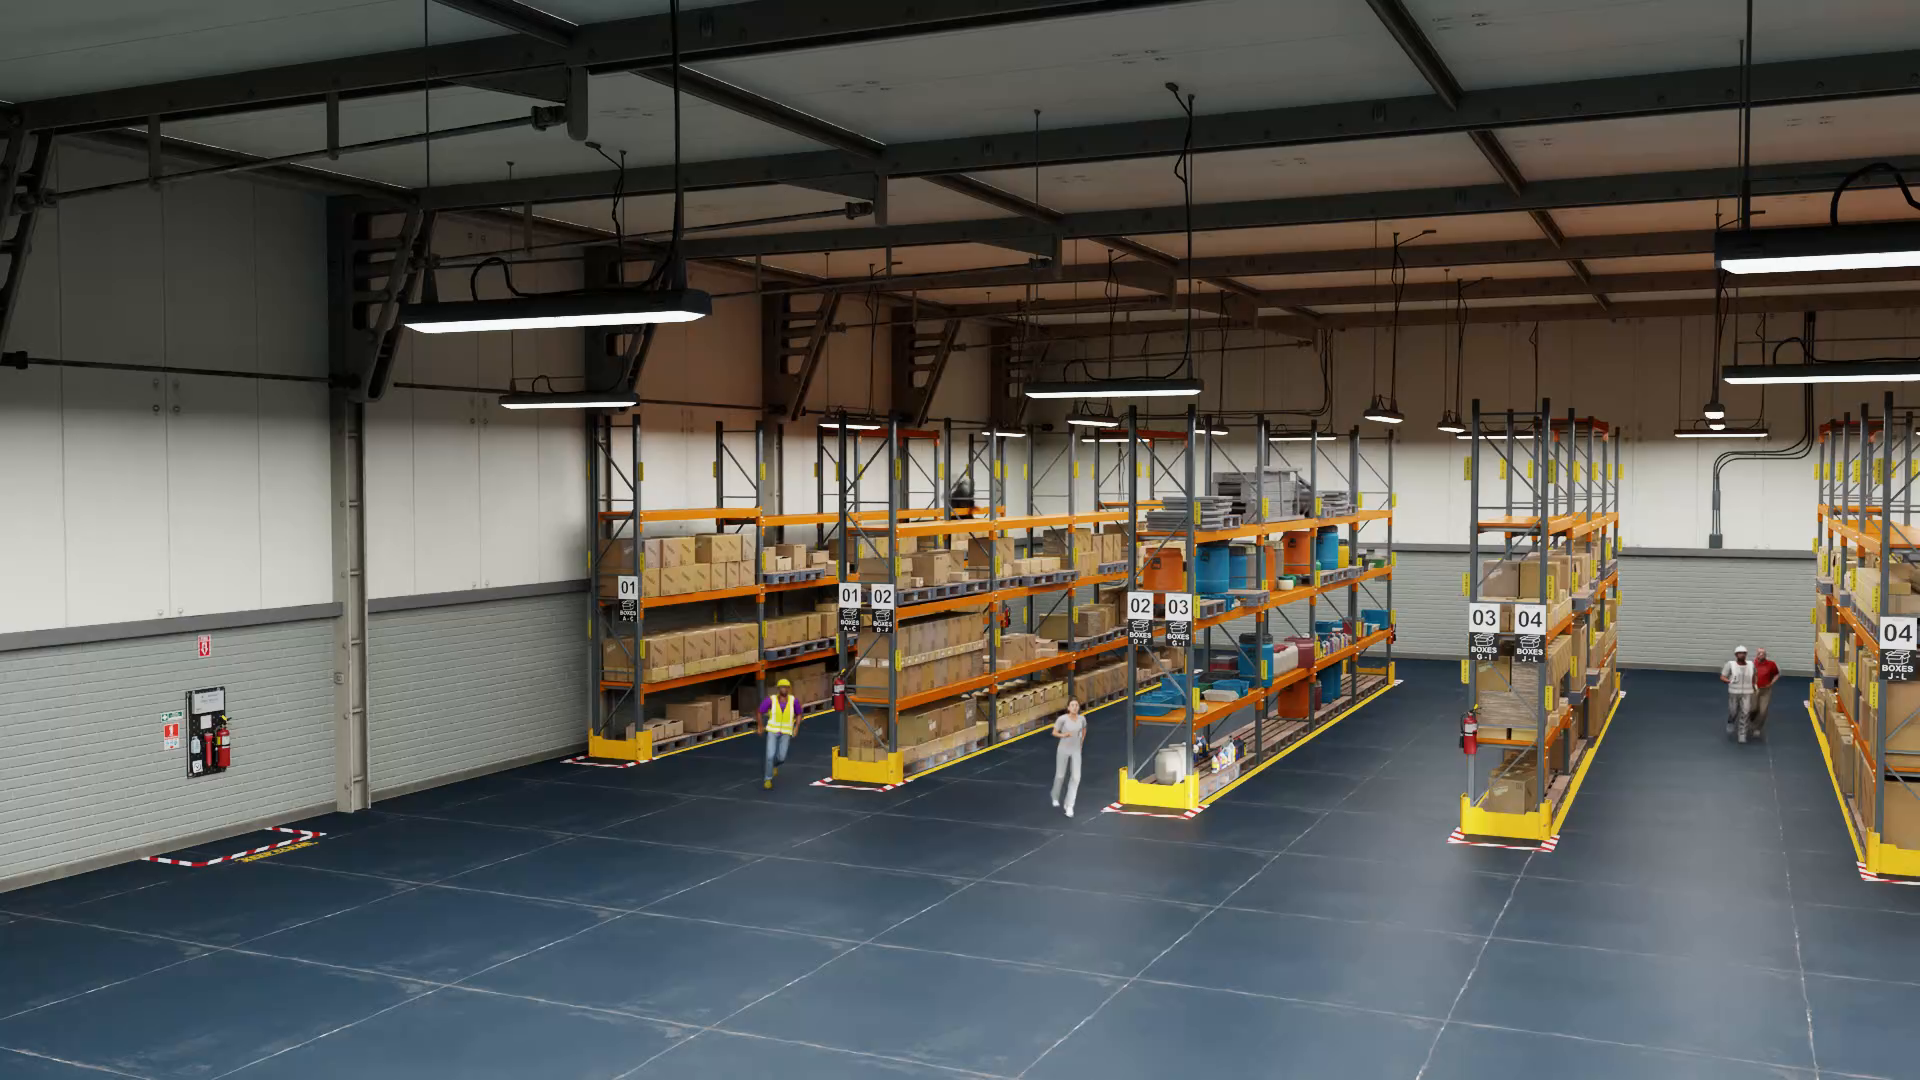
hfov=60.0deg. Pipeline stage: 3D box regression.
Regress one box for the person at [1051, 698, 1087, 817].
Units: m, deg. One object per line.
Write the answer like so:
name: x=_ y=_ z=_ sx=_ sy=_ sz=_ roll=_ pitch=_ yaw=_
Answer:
person: x=1.614 y=3.163 z=24.451 sx=0.570 sy=1.716 sz=0.765 roll=0 pitch=2 yaw=-9

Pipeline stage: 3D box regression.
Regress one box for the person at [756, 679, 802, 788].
person: x=-2.892 y=3.072 z=26.585 sx=0.741 sy=1.704 sz=0.575 roll=-1 pitch=2 yaw=-13

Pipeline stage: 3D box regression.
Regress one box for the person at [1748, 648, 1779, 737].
person: x=15.094 y=2.873 z=31.379 sx=0.670 sy=1.684 sz=0.577 roll=1 pitch=2 yaw=20

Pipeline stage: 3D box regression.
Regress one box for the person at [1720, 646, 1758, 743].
person: x=14.473 y=2.844 z=30.872 sx=0.692 sy=1.758 sz=0.832 roll=1 pitch=2 yaw=13
